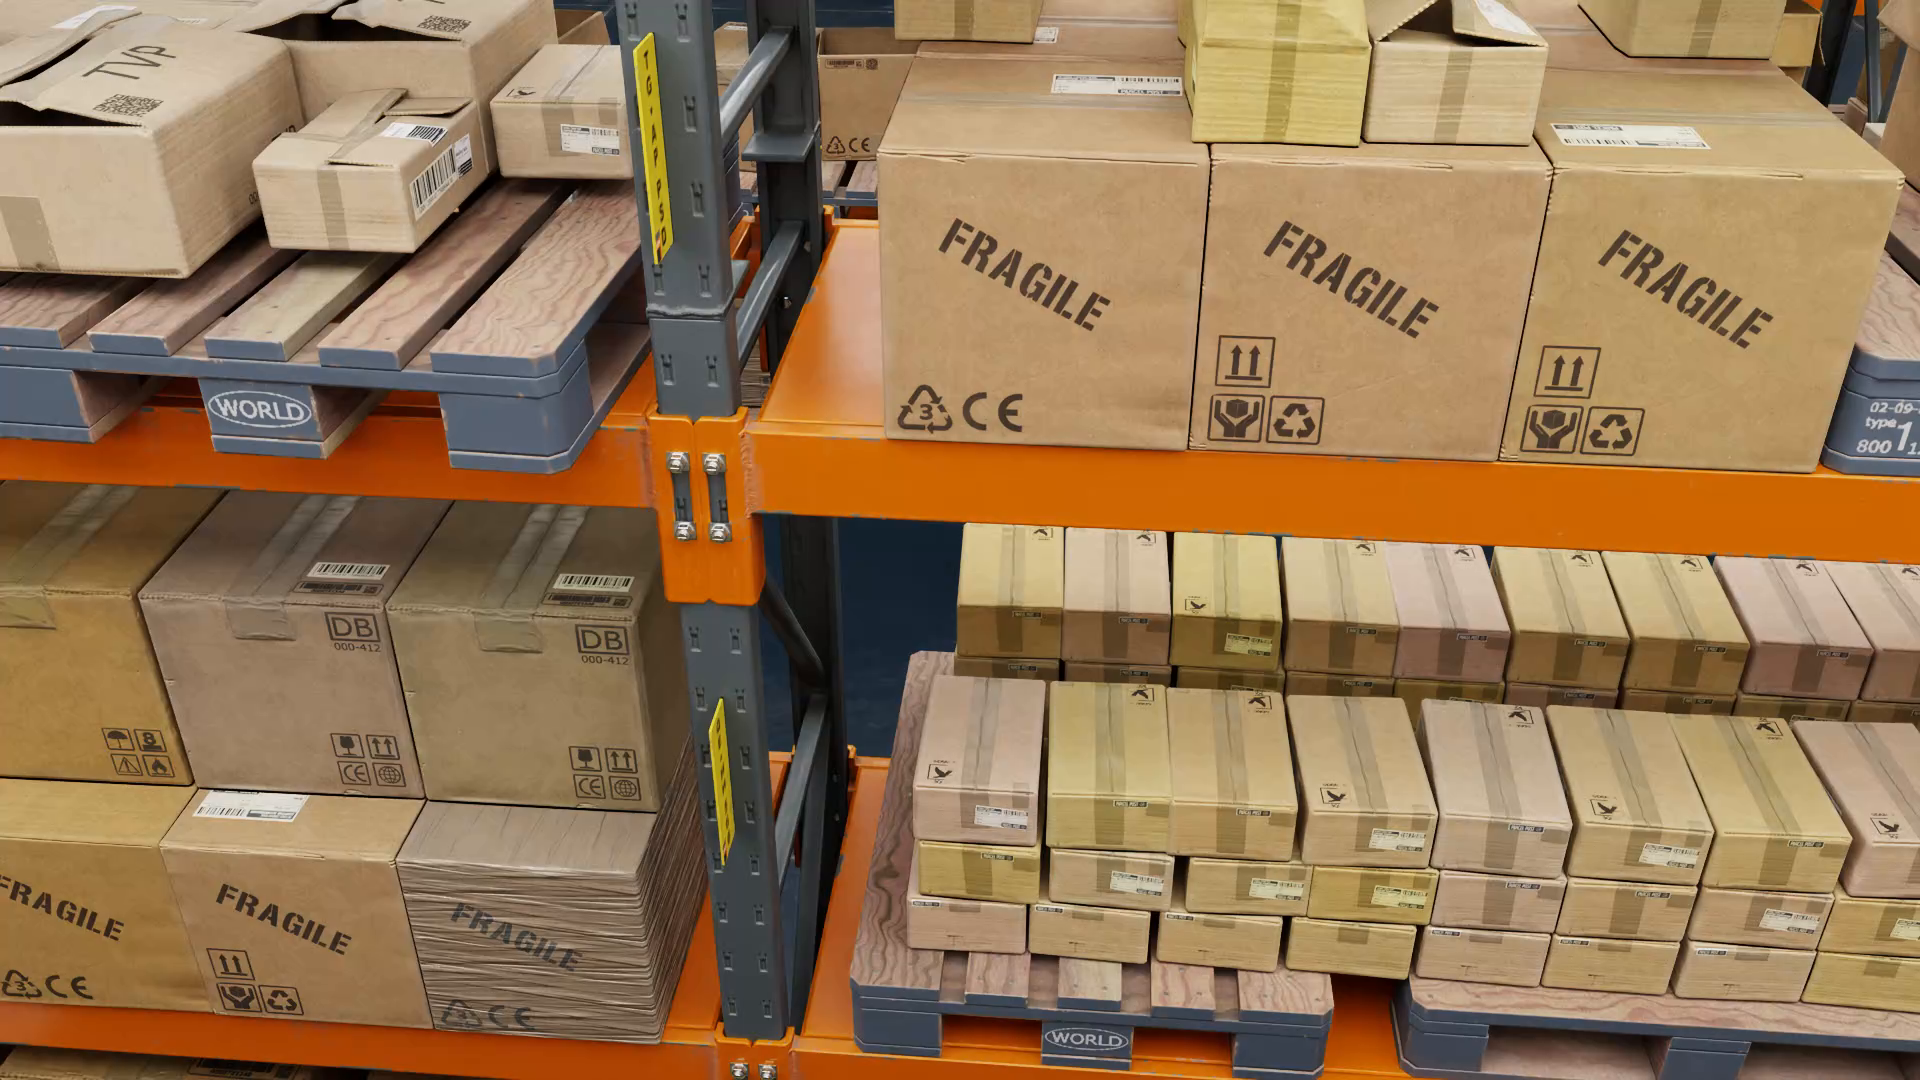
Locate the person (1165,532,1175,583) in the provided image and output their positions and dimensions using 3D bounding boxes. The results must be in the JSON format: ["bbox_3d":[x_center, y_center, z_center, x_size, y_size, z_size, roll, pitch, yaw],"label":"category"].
[{"bbox_3d":[0.857,-0.476,6.925,0.422,1.774,0.642,2,32,4],"label":"person"}]
